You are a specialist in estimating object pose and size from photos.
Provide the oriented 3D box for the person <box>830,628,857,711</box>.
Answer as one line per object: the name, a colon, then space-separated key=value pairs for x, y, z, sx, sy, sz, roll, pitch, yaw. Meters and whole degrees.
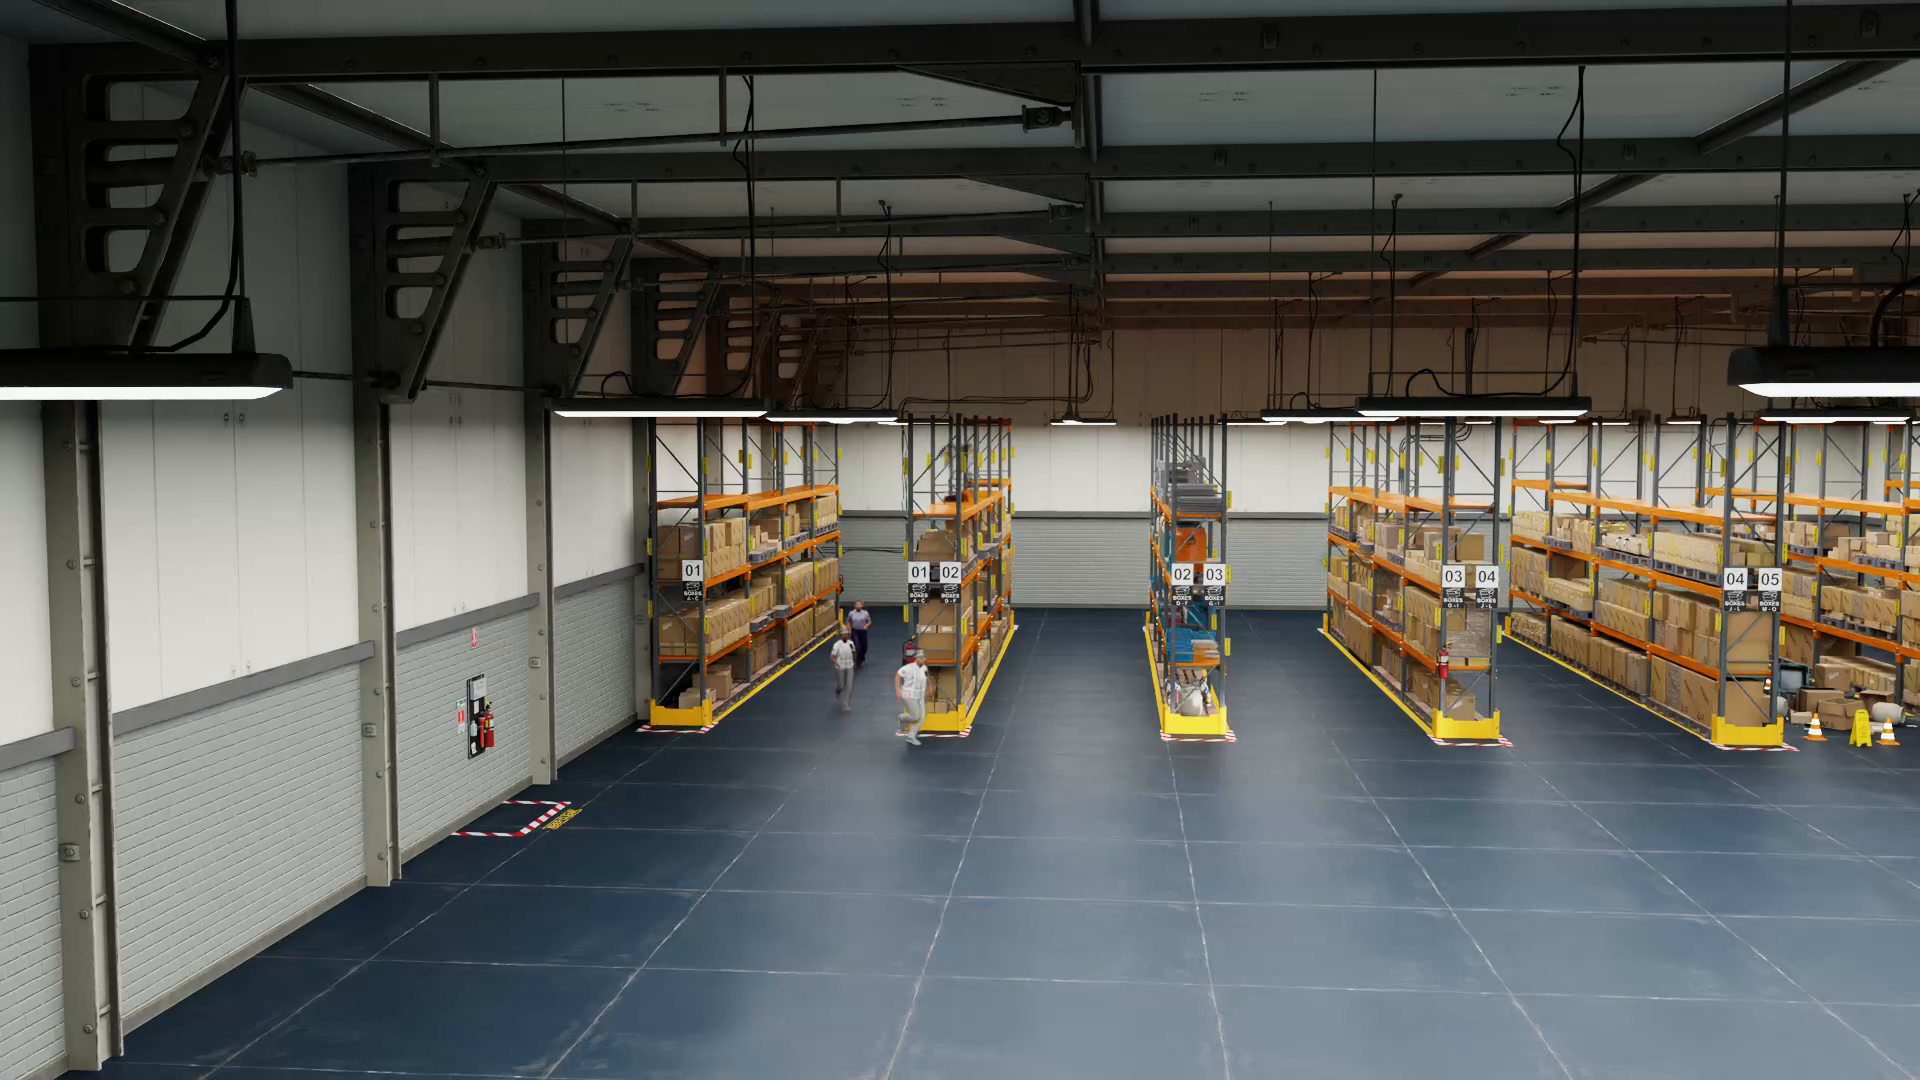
person: x=-2.359 y=2.614 z=33.966 sx=0.583 sy=1.681 sz=0.758 roll=-1 pitch=4 yaw=-17

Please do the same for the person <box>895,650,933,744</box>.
person: x=-0.822 y=2.844 z=30.196 sx=0.695 sy=1.737 sz=0.704 roll=4 pitch=5 yaw=45

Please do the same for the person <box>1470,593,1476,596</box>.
person: x=14.603 y=1.651 z=46.801 sx=0.721 sy=1.634 sz=0.704 roll=2 pitch=4 yaw=30

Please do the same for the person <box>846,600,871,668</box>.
person: x=-2.431 y=2.242 z=39.839 sx=0.603 sy=1.604 sz=0.640 roll=-1 pitch=4 yaw=-7
